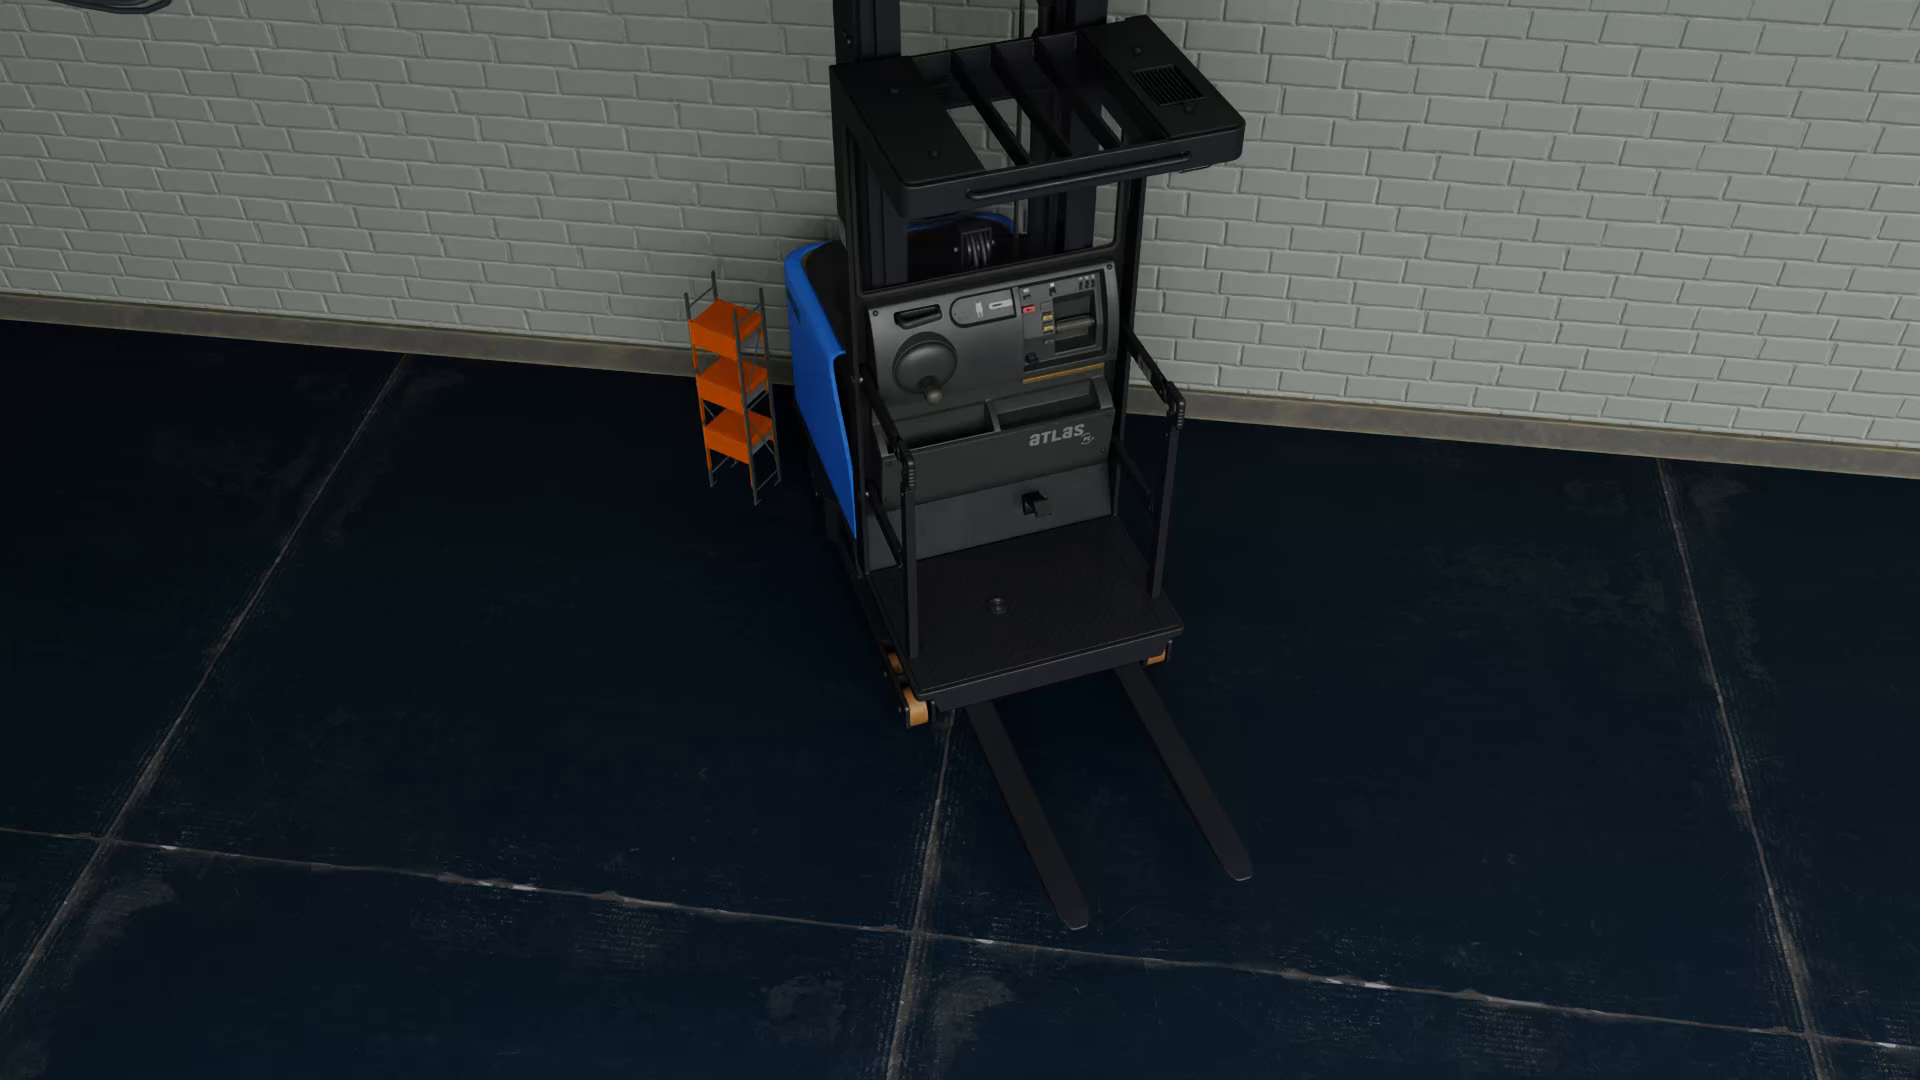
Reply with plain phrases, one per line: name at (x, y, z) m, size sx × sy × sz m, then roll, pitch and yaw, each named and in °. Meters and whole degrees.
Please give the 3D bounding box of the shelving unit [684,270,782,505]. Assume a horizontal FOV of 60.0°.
shelving unit at (-0.968, -0.638, 7.160) m, size 0.252 × 1.050 × 0.215 m, roll 22°, pitch 48°, yaw 22°

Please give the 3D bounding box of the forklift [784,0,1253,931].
forklift at (0.201, -0.659, 5.814) m, size 1.130 × 2.935 × 3.031 m, roll -13°, pitch 45°, yaw -14°

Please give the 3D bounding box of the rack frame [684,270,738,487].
rack frame at (-1.073, -0.680, 7.205) m, size 0.008 × 1.050 × 0.200 m, roll 22°, pitch 48°, yaw 22°

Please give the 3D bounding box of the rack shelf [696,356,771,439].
rack shelf at (-0.968, -0.630, 7.167) m, size 0.240 × 0.259 × 0.215 m, roll 22°, pitch 48°, yaw 22°

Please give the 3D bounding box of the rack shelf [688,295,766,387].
rack shelf at (-0.968, -0.836, 6.972) m, size 0.240 × 0.259 × 0.215 m, roll 22°, pitch 48°, yaw 22°

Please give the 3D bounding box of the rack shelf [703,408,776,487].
rack shelf at (-0.968, -0.428, 7.358) m, size 0.240 × 0.259 × 0.215 m, roll 22°, pitch 48°, yaw 22°

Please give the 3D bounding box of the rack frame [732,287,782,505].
rack frame at (-0.863, -0.595, 7.115) m, size 0.008 × 1.050 × 0.200 m, roll 22°, pitch 48°, yaw 22°

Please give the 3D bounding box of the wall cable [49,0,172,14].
wall cable at (-4.719, -3.229, 6.374) m, size 3.097 × 2.526 × 0.112 m, roll 5°, pitch 44°, yaw 6°
